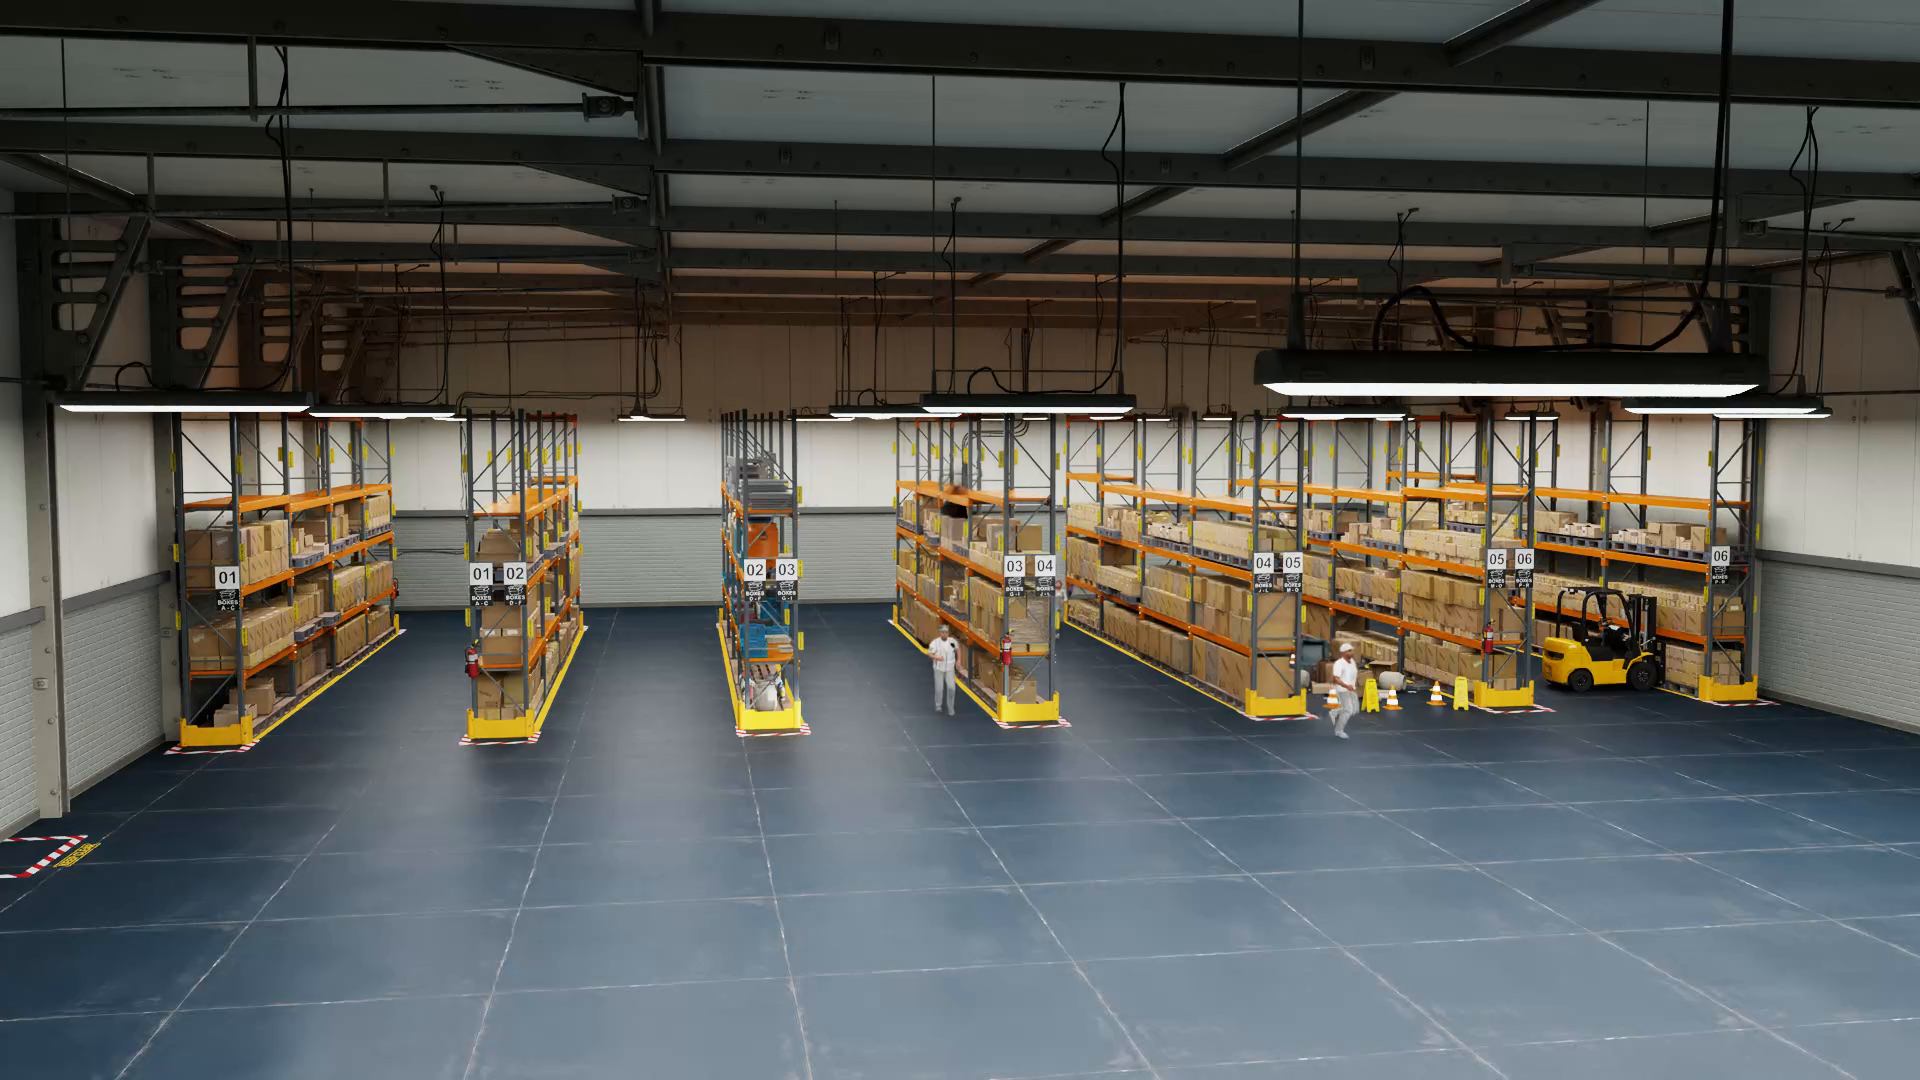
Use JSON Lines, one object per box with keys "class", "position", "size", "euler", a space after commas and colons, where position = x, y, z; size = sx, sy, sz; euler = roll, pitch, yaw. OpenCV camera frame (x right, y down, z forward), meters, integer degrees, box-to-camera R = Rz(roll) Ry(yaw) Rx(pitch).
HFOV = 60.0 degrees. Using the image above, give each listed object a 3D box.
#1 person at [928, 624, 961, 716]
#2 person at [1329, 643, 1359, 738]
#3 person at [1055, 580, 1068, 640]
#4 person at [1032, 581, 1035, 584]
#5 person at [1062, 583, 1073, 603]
{"class": "person", "position": [-0.298, 2.580, 32.744], "size": [0.685, 1.867, 0.765], "euler": [-1, 4, -10]}
{"class": "person", "position": [7.049, 2.747, 30.466], "size": [0.651, 1.728, 0.728], "euler": [4, 5, 41]}
{"class": "person", "position": [2.596, 1.854, 44.077], "size": [0.512, 1.576, 0.664], "euler": [-1, 4, -11]}
{"class": "person", "position": [2.258, 1.690, 45.678], "size": [0.635, 1.733, 0.720], "euler": [-1, 4, -12]}
{"class": "person", "position": [3.251, 1.501, 49.929], "size": [0.610, 1.529, 0.633], "euler": [0, 4, 7]}
